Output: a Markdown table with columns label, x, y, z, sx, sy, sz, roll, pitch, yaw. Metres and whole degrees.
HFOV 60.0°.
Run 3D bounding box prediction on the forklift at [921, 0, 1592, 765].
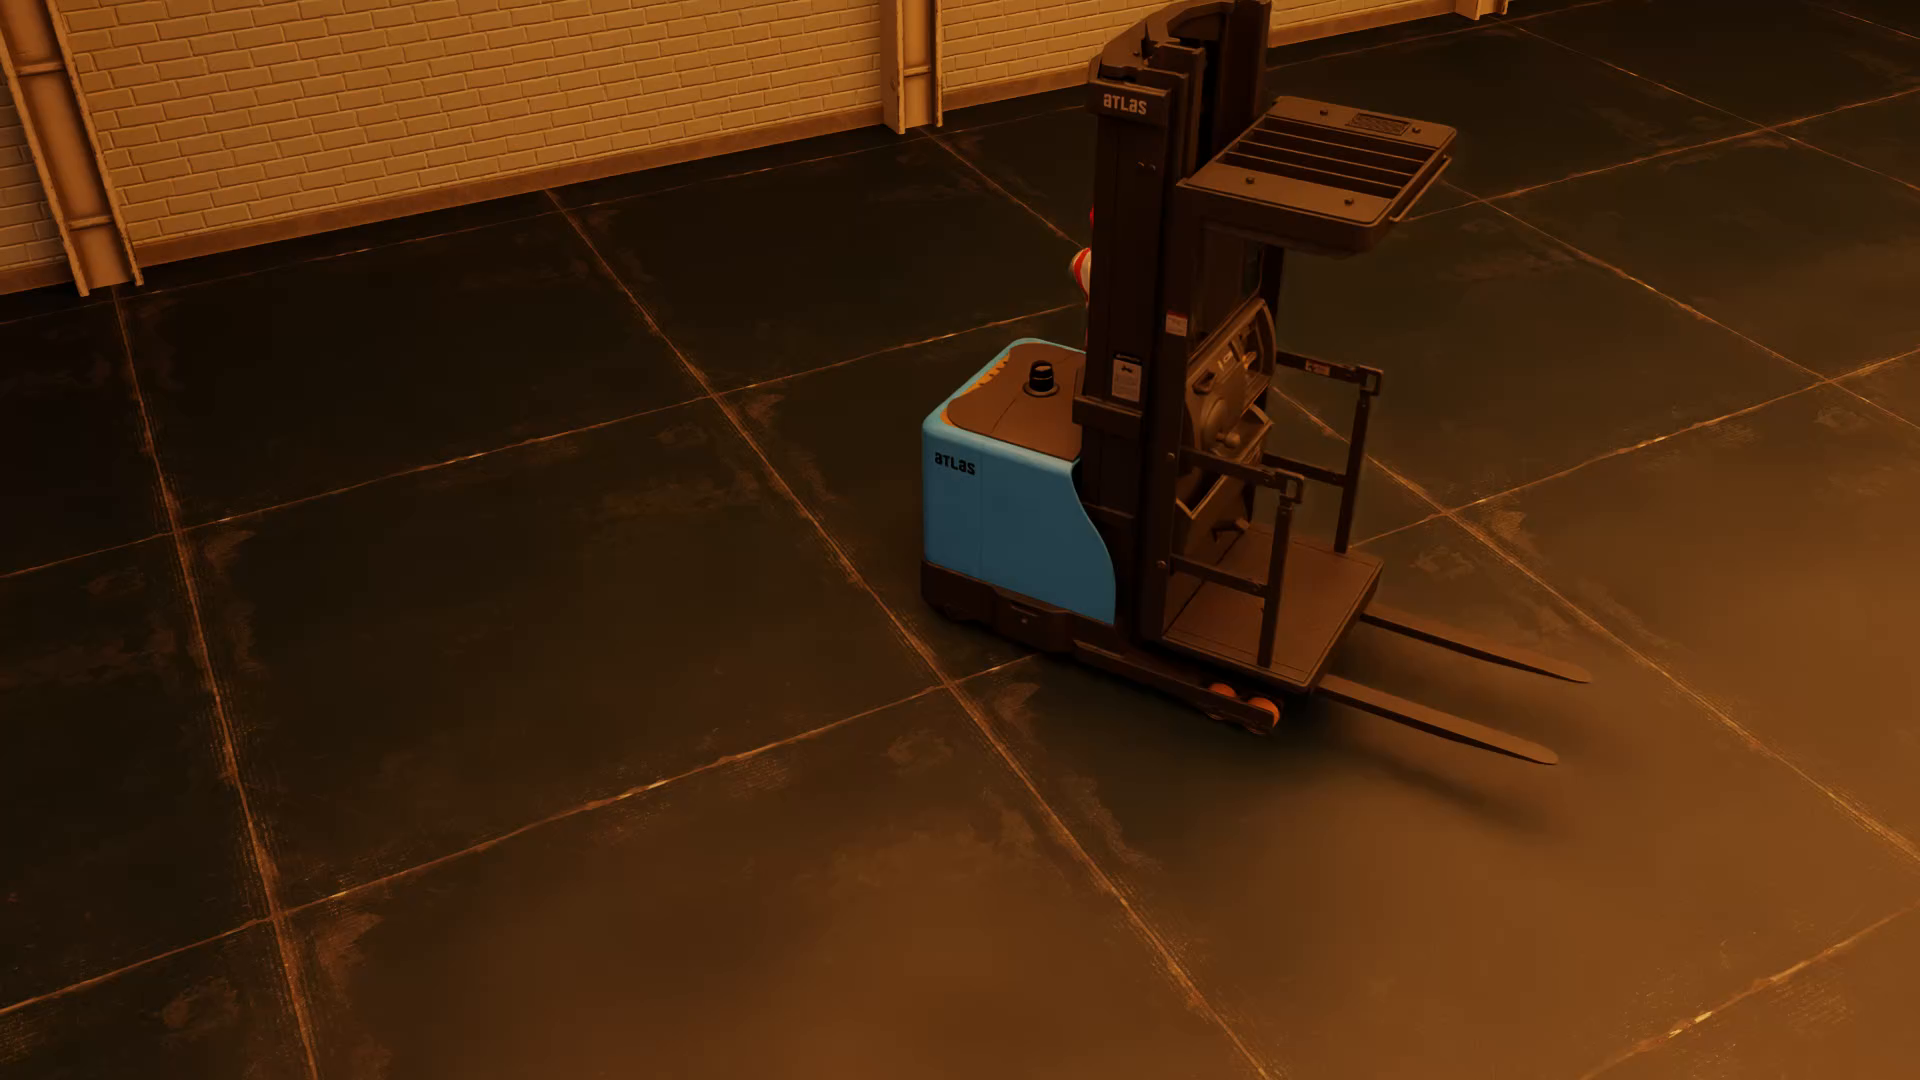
| label | x | y | z | sx | sy | sz | roll | pitch | yaw |
| --- | --- | --- | --- | --- | --- | --- | --- | --- | --- |
| forklift | 1.345 | -0.679 | 7.084 | 3.031 | 2.935 | 1.130 | 18 | 39 | 24 |

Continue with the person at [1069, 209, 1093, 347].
| label | x | y | z | sx | sy | sz | roll | pitch | yaw |
| --- | --- | --- | --- | --- | --- | --- | --- | --- | --- |
| person | 0.935 | -0.959 | 8.575 | 0.806 | 1.764 | 0.838 | 21 | 40 | 27 |
